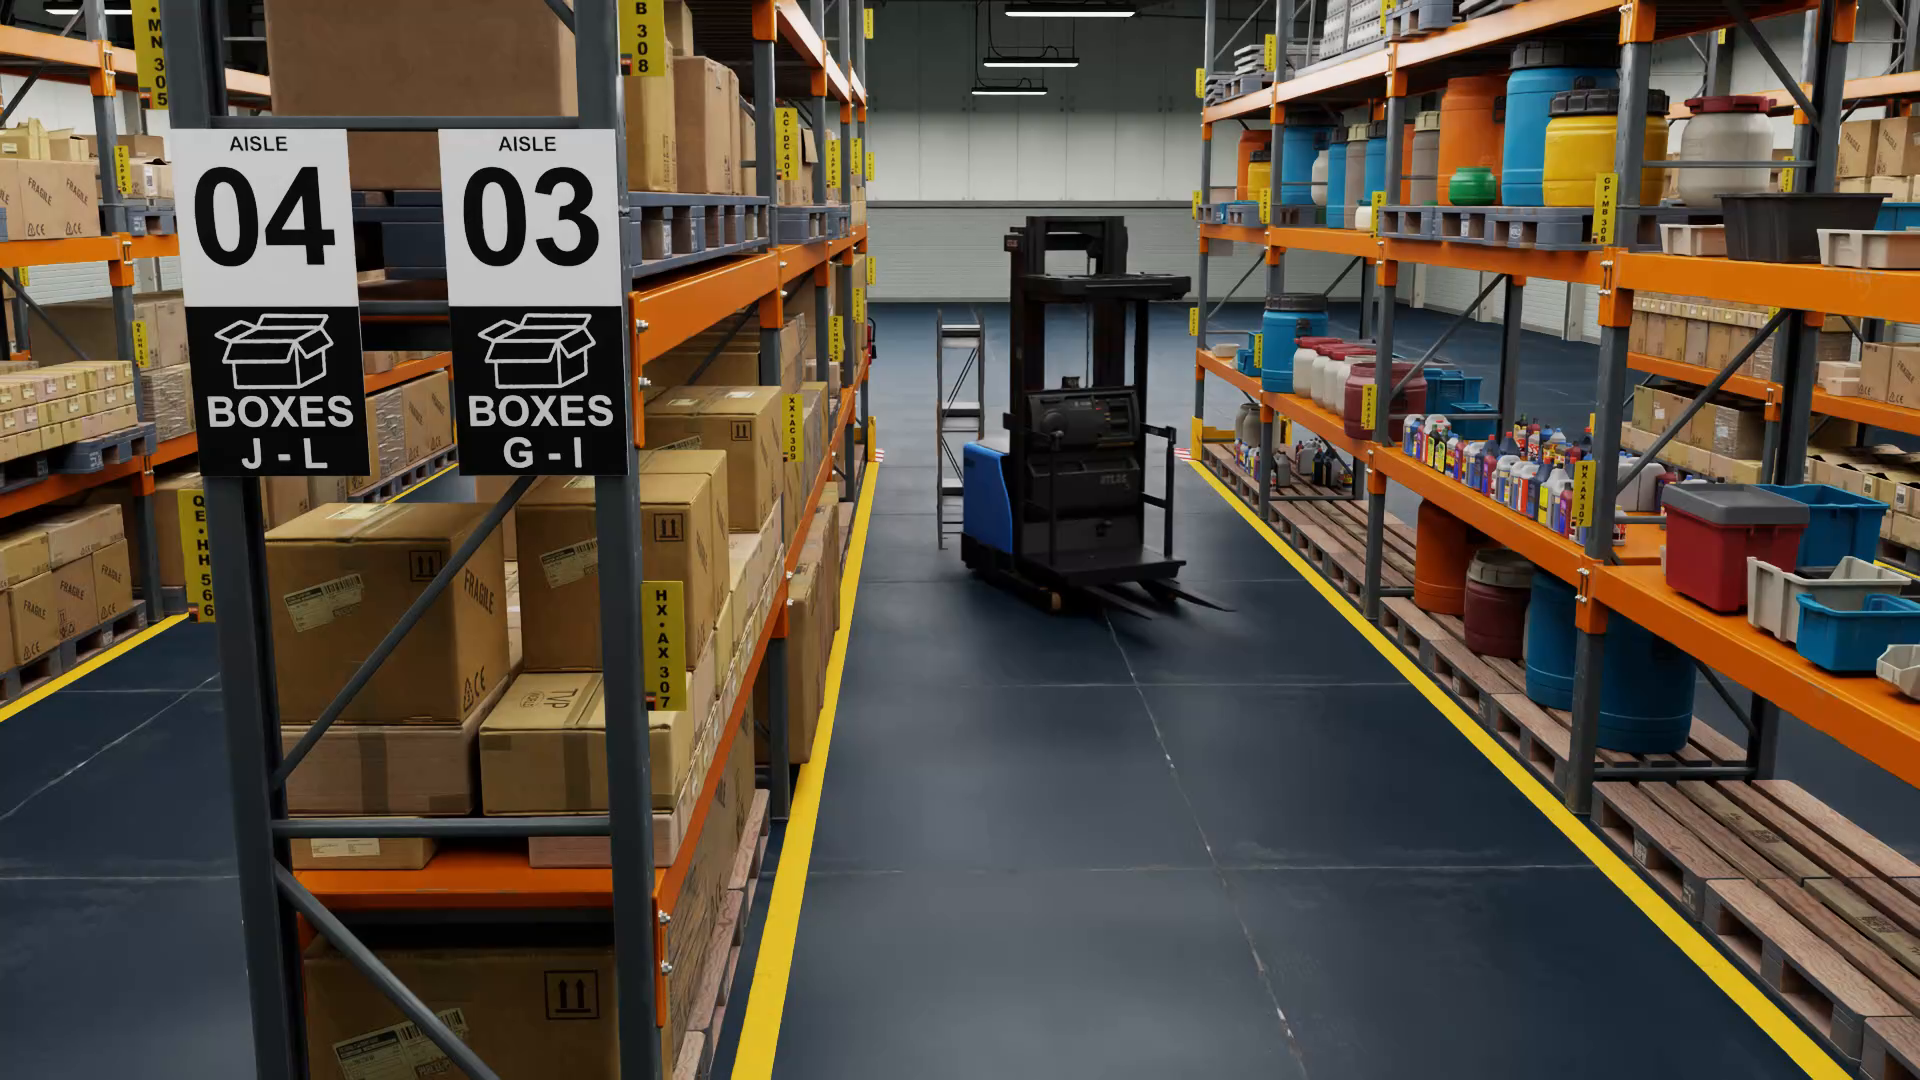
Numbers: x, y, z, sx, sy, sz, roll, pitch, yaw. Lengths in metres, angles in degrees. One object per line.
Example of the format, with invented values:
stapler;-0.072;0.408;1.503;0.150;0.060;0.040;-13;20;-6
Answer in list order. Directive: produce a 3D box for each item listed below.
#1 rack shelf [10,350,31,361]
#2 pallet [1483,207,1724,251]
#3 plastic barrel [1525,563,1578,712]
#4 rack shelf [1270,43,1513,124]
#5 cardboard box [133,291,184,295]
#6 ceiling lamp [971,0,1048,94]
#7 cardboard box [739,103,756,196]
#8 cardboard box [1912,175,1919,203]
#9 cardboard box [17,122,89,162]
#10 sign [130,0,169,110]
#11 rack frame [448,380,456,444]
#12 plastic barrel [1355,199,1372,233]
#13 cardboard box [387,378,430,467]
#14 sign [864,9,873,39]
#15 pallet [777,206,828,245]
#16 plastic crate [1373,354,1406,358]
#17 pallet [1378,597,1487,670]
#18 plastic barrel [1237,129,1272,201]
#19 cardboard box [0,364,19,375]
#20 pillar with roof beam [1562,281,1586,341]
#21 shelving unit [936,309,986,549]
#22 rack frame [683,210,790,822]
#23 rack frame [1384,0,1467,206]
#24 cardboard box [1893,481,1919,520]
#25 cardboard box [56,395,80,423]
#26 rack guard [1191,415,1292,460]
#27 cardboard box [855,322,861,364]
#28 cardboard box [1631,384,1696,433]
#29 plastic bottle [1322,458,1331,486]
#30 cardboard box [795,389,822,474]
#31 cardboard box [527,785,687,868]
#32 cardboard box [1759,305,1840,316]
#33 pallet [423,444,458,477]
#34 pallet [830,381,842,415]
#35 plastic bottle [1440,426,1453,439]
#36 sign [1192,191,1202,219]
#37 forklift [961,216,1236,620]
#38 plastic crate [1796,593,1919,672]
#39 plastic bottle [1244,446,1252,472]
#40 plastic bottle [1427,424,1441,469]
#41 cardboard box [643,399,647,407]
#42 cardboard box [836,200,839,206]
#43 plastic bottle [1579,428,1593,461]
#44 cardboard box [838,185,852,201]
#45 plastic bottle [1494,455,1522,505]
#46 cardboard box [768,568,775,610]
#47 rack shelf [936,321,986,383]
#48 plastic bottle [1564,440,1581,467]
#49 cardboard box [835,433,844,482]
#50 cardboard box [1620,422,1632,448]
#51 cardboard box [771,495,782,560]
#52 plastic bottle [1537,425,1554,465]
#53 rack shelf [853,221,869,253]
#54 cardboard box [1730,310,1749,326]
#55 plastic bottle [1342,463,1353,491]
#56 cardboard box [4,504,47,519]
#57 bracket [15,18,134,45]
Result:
rack shelf;-11.472;-1.666;17.726;1.077;0.370;4.000;0;11;-1
pallet;3.480;-1.625;8.644;1.213;0.211;1.003;0;11;-1
plastic barrel;3.585;0.482;9.552;0.600;0.901;0.708;0;11;-1
rack shelf;3.470;-3.676;13.551;1.077;0.370;4.000;0;11;-1
cardboard box;-6.436;-1.799;13.805;0.700;0.500;0.500;0;11;-2
ceiling lamp;1.292;-13.328;43.630;2.000;3.185;0.800;0;11;-1
cardboard box;-1.380;-1.911;8.275;0.700;0.500;0.500;0;11;0
cardboard box;8.359;-2.924;13.893;0.500;0.250;0.500;-1;12;-6
cardboard box;-6.133;-2.681;11.200;0.396;0.266;0.258;0;11;-1
sign;-1.818;-1.142;3.762;0.100;0.325;0.005;0;11;-1
rack frame;-6.567;-2.456;19.814;1.000;3.000;0.127;0;11;-1
plastic barrel;3.252;-2.541;13.034;0.301;0.262;0.301;0;11;0
cardboard box;-6.466;-1.311;18.458;0.875;0.875;0.875;0;11;-2
sign;-1.050;-5.930;19.101;0.100;0.325;0.005;0;11;-1
pallet;-1.348;-1.894;9.971;1.003;0.211;1.213;0;11;1
plastic crate;3.763;-1.456;14.923;0.392;0.384;0.575;0;11;-1
pallet;3.569;0.636;11.582;1.003;0.211;1.213;0;11;-1
plastic barrel;3.483;-4.267;19.059;0.600;0.830;0.708;0;11;-1
cardboard box;-6.577;-1.094;11.179;0.380;0.149;0.250;-1;11;-3
pillar with roof beam;9.454;-8.883;36.401;9.100;9.000;0.548;0;11;-1
shelving unit;0.003;-0.996;14.879;0.431;2.100;0.503;0;11;-1
rack frame;-1.358;-0.071;8.057;1.000;3.000;0.127;0;11;-1
rack frame;3.511;-3.827;11.480;1.000;3.000;0.127;0;11;-1
cardboard box;8.182;-0.346;13.861;0.500;0.311;0.500;0;11;-2
cardboard box;-5.916;-0.843;10.689;0.380;0.149;0.250;0;11;-1
rack guard;3.395;-1.237;20.090;1.175;0.500;0.348;0;11;-1
cardboard box;-1.446;-2.046;16.789;0.875;0.500;0.500;0;11;-1
cardboard box;8.099;-1.516;19.149;0.500;0.500;0.500;0;11;-1
plastic bottle;3.720;-0.695;16.857;0.061;0.283;0.133;0;11;-1
cardboard box;-1.178;-0.719;10.999;0.500;0.500;0.500;0;11;-2
cardboard box;-0.953;0.775;4.517;0.380;0.149;0.250;0;11;-1
cardboard box;8.366;-2.474;16.388;0.700;0.500;0.500;0;11;-1
pallet;-6.472;-0.931;19.309;1.003;0.211;1.213;0;11;-1
pallet;-1.522;-1.166;13.934;1.003;0.211;1.213;0;11;-1
plastic bottle;3.243;-0.621;11.093;0.097;0.271;0.097;0;11;0
sign;2.796;-3.950;19.609;0.100;0.325;0.005;0;11;-1
forklift;1.048;-0.976;12.691;1.130;2.935;3.031;-5;12;-22
plastic crate;3.378;0.349;6.256;0.416;0.233;0.300;0;11;-1
plastic bottle;3.085;-0.866;17.728;0.097;0.271;0.097;0;11;0
plastic bottle;3.164;-0.623;11.072;0.061;0.283;0.133;0;11;-1
cardboard box;-1.601;-0.317;7.011;0.500;0.500;0.500;0;11;-1
cardboard box;-1.226;-2.562;13.165;0.500;0.250;0.500;0;11;0
plastic bottle;3.932;-0.525;10.417;0.144;0.351;0.185;0;11;-1
cardboard box;-1.222;-3.319;15.897;0.380;0.149;0.250;-1;11;-3
plastic bottle;3.237;-0.354;9.761;0.152;0.276;0.135;0;11;-1
cardboard box;-1.013;0.213;7.286;0.380;0.149;0.250;0;11;-2
rack shelf;0.003;-1.669;14.743;0.431;0.518;0.480;0;11;-1
plastic bottle;3.830;-0.486;10.397;0.061;0.283;0.133;0;11;-1
cardboard box;-1.511;-0.836;17.056;0.500;0.500;0.500;4;12;17
cardboard box;8.087;-1.247;19.714;0.500;0.250;0.500;0;11;-1
cardboard box;-1.086;-0.057;7.615;0.500;0.250;0.500;0;11;-2
plastic bottle;3.939;-0.637;11.172;0.097;0.271;0.097;0;11;0
rack shelf;-1.564;-3.177;17.629;1.077;0.370;4.000;0;11;-1
cardboard box;8.144;-2.275;17.037;0.380;0.149;0.250;0;11;-1
plastic bottle;3.860;-0.626;16.545;0.097;0.271;0.097;0;11;0
cardboard box;-6.629;-0.076;11.427;0.500;0.250;0.500;-1;11;-4
bracket;-17.318;-9.942;32.568;0.076;0.066;4.783;0;11;-1
